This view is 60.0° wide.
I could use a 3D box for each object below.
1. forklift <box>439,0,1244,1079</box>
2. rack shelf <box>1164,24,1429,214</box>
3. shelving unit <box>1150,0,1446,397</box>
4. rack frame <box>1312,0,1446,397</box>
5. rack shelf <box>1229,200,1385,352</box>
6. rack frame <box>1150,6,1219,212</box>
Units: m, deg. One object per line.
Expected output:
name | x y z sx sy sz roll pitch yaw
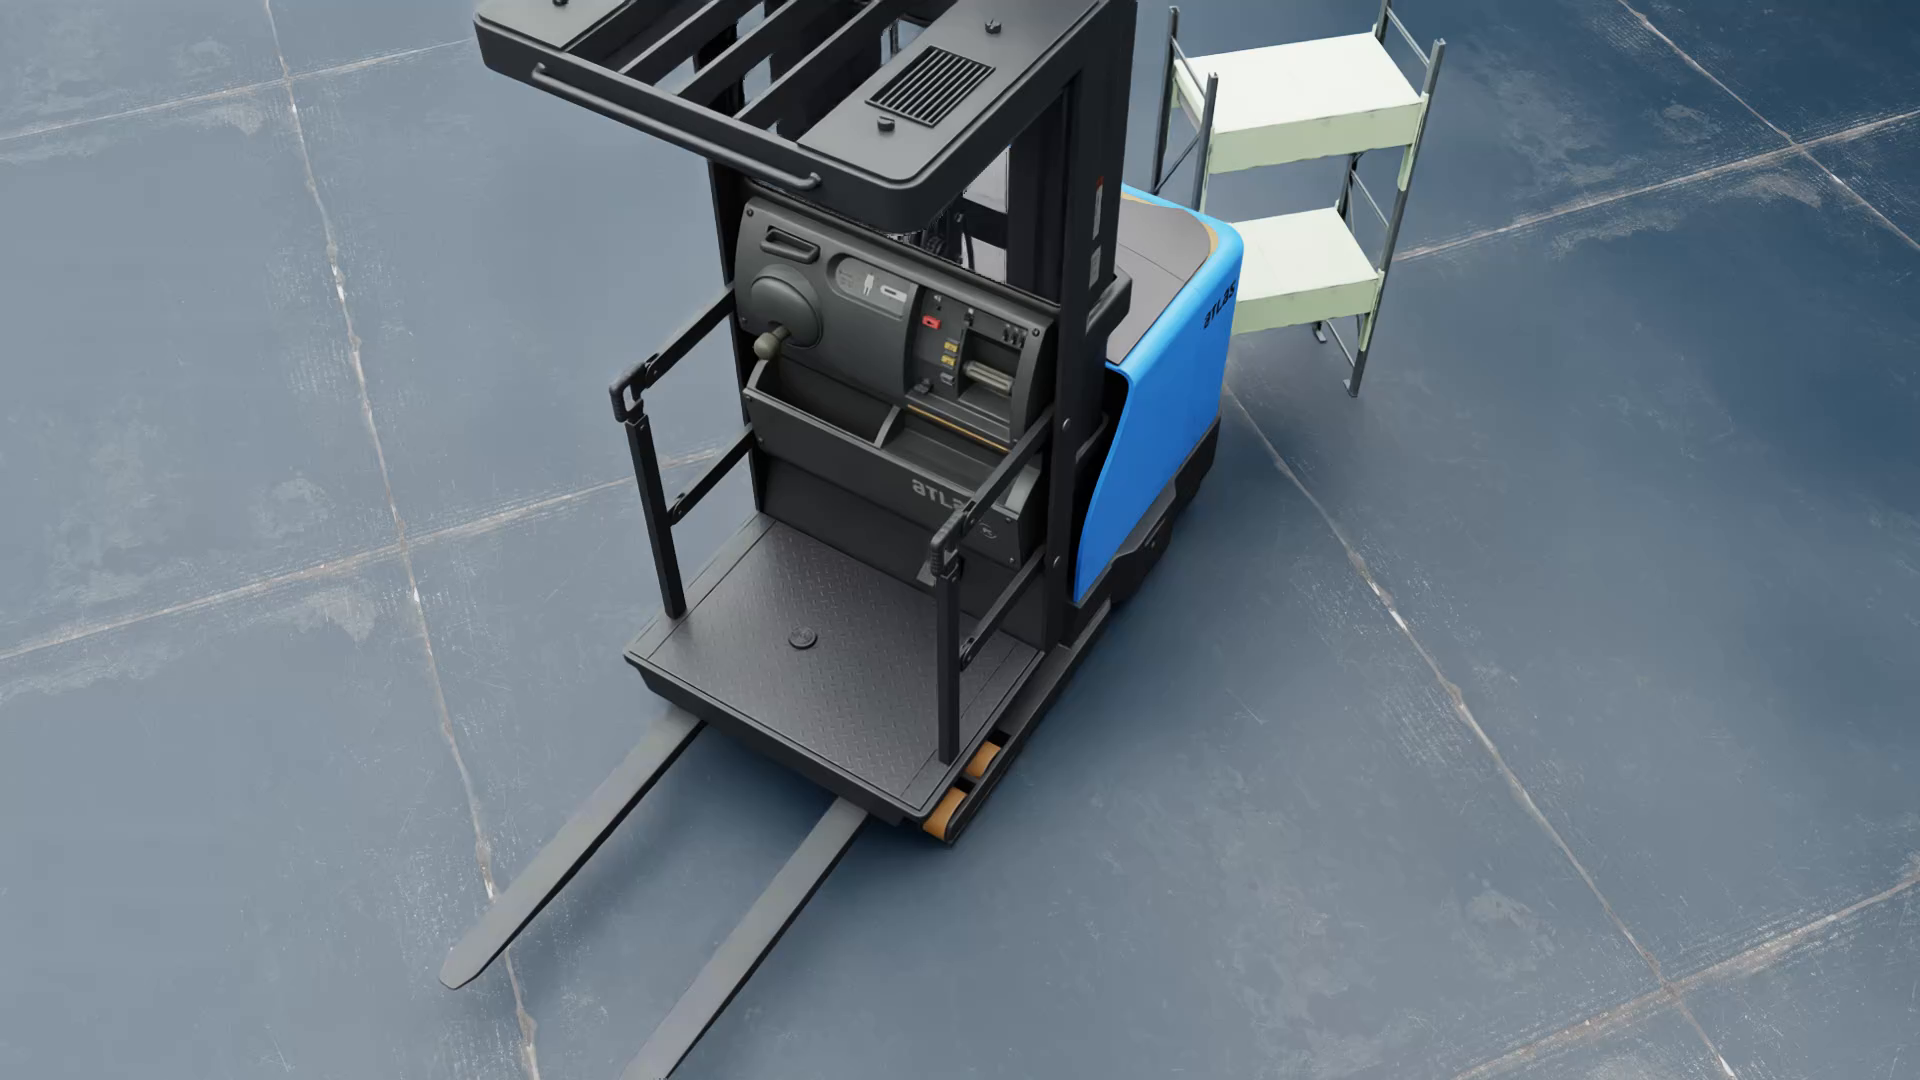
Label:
forklift | -0.309 -0.471 4.223 1.130 2.935 3.031 26 54 20
rack shelf | 1.070 -1.358 5.413 0.720 0.370 0.431 -11 50 -9
shelving unit | 1.070 -1.103 5.709 0.755 1.500 0.431 -11 50 -9
rack frame | 1.425 -1.170 5.766 0.023 1.500 0.400 -11 50 -9
rack shelf | 1.070 -0.891 5.956 0.720 0.370 0.431 -11 50 -9
rack frame | 0.714 -1.037 5.652 0.023 1.500 0.400 -11 50 -9
